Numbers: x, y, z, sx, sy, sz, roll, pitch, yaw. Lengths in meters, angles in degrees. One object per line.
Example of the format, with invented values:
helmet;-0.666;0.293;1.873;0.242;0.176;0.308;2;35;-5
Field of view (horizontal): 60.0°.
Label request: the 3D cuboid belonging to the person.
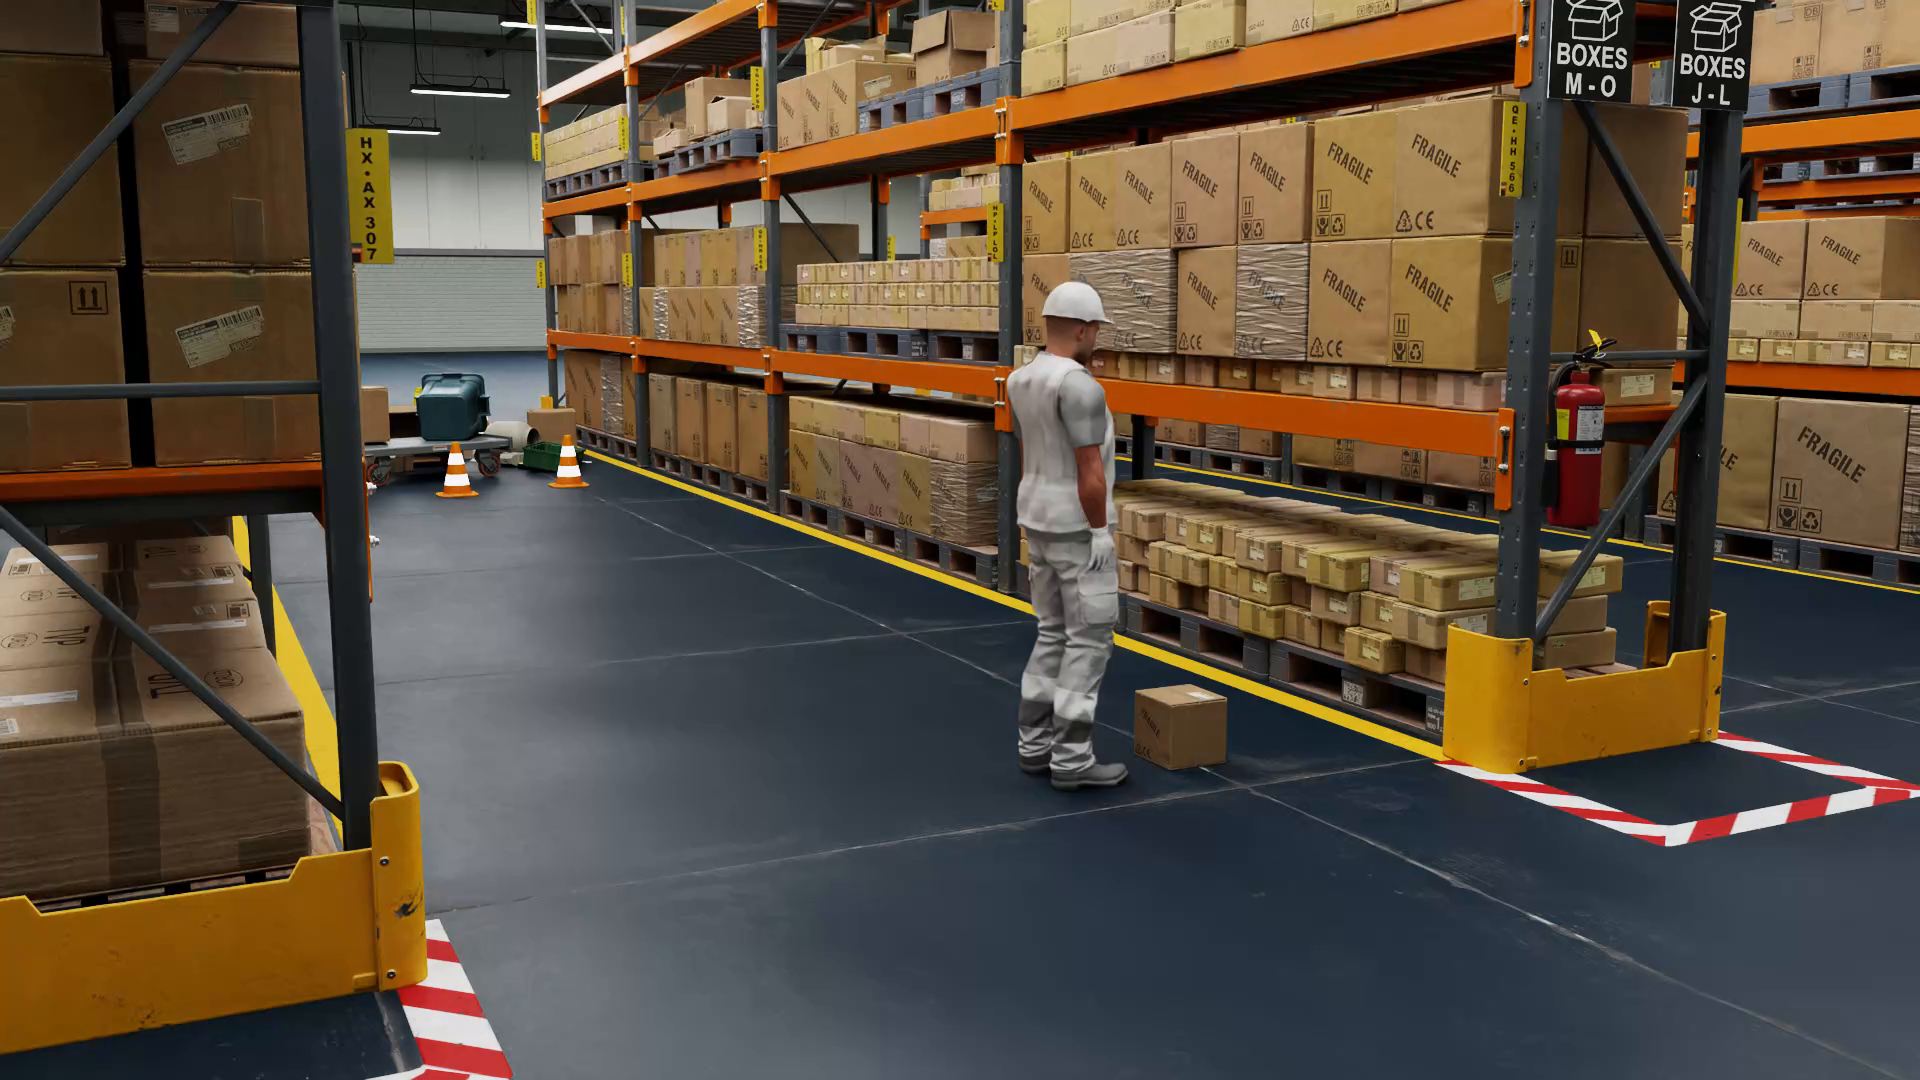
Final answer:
person;0.387;-0.023;5.950;0.358;1.776;0.528;-4;9;-25
